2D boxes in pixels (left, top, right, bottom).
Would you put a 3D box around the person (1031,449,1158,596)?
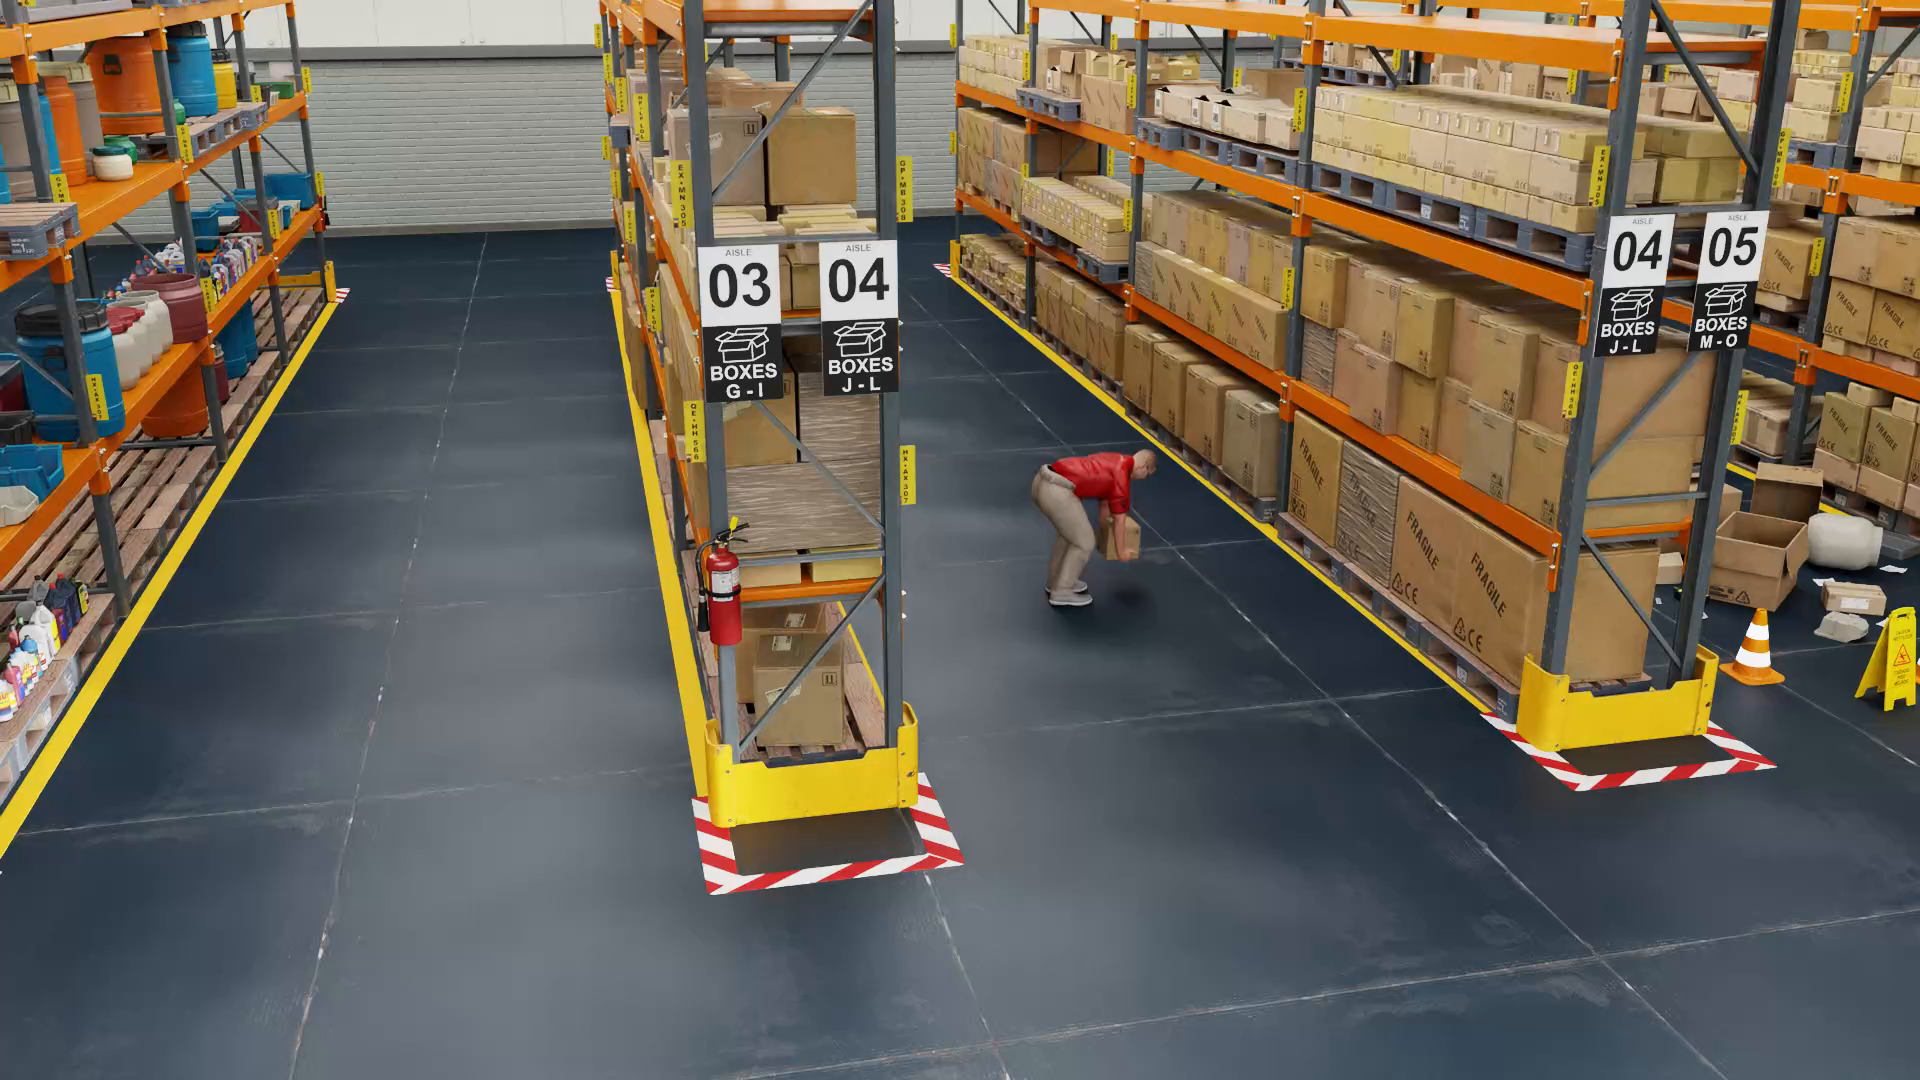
[{"bbox_3d":[1.002,-0.147,12.320,0.956,1.023,0.480,-5,20,-14],"label":"person"}]
